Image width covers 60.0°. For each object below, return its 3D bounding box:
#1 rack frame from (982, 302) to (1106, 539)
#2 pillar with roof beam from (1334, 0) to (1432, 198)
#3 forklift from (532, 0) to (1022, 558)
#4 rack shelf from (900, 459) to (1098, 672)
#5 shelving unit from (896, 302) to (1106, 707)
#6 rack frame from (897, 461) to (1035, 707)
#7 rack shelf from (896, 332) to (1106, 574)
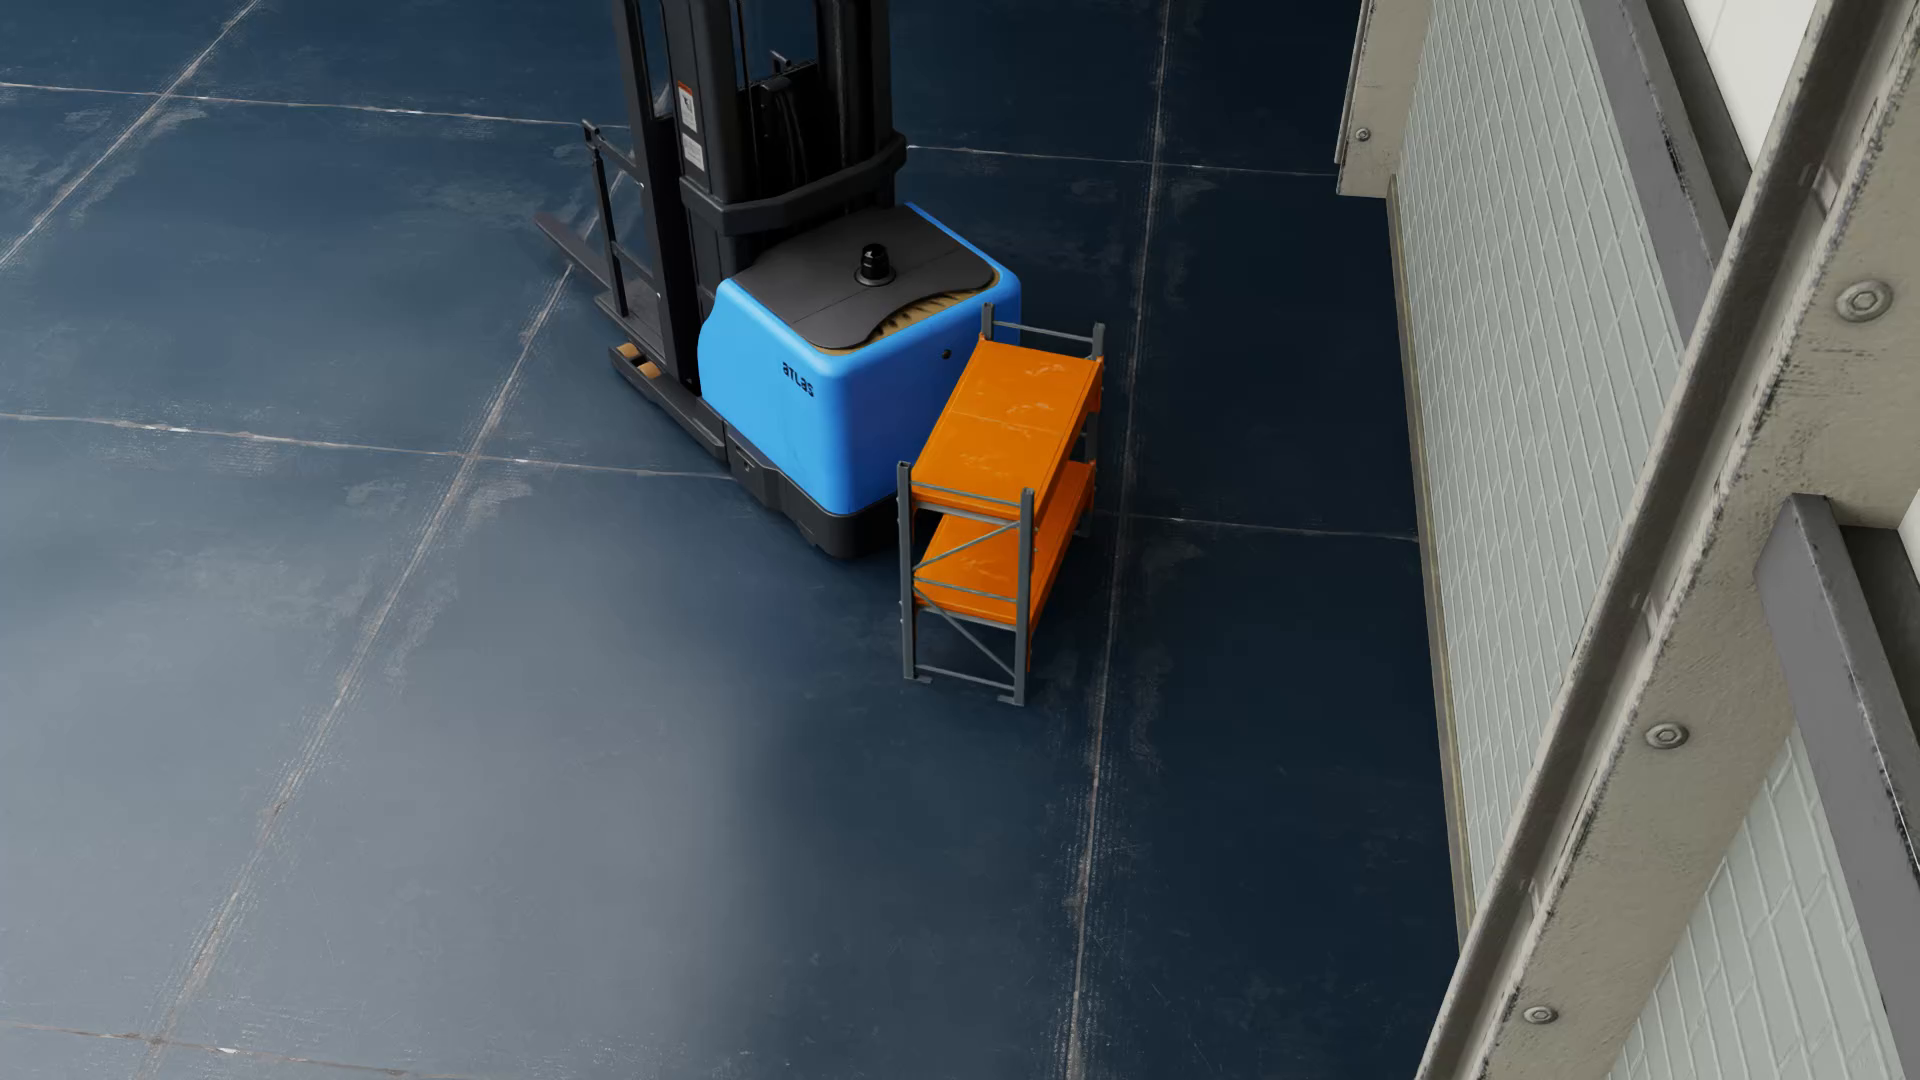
[{"bbox_3d":[0.329,-0.477,6.936,0.500,1.125,0.032,12,45,13],"label":"rack frame"},{"bbox_3d":[-1.984,-5.709,6.735,9.100,9.000,0.400,5,44,6],"label":"pillar with roof beam"},{"bbox_3d":[-1.042,-1.941,7.168,1.130,2.935,3.031,-29,50,-27],"label":"forklift"},{"bbox_3d":[0.174,0.033,6.752,0.538,0.278,1.000,12,45,13],"label":"rack shelf"},{"bbox_3d":[0.174,-0.144,6.584,0.538,1.125,1.048,12,45,13],"label":"shelving unit"},{"bbox_3d":[0.019,0.189,6.233,0.500,1.125,0.032,12,45,13],"label":"rack frame"},{"bbox_3d":[0.174,-0.357,6.383,0.538,0.278,1.000,12,45,13],"label":"rack shelf"}]
